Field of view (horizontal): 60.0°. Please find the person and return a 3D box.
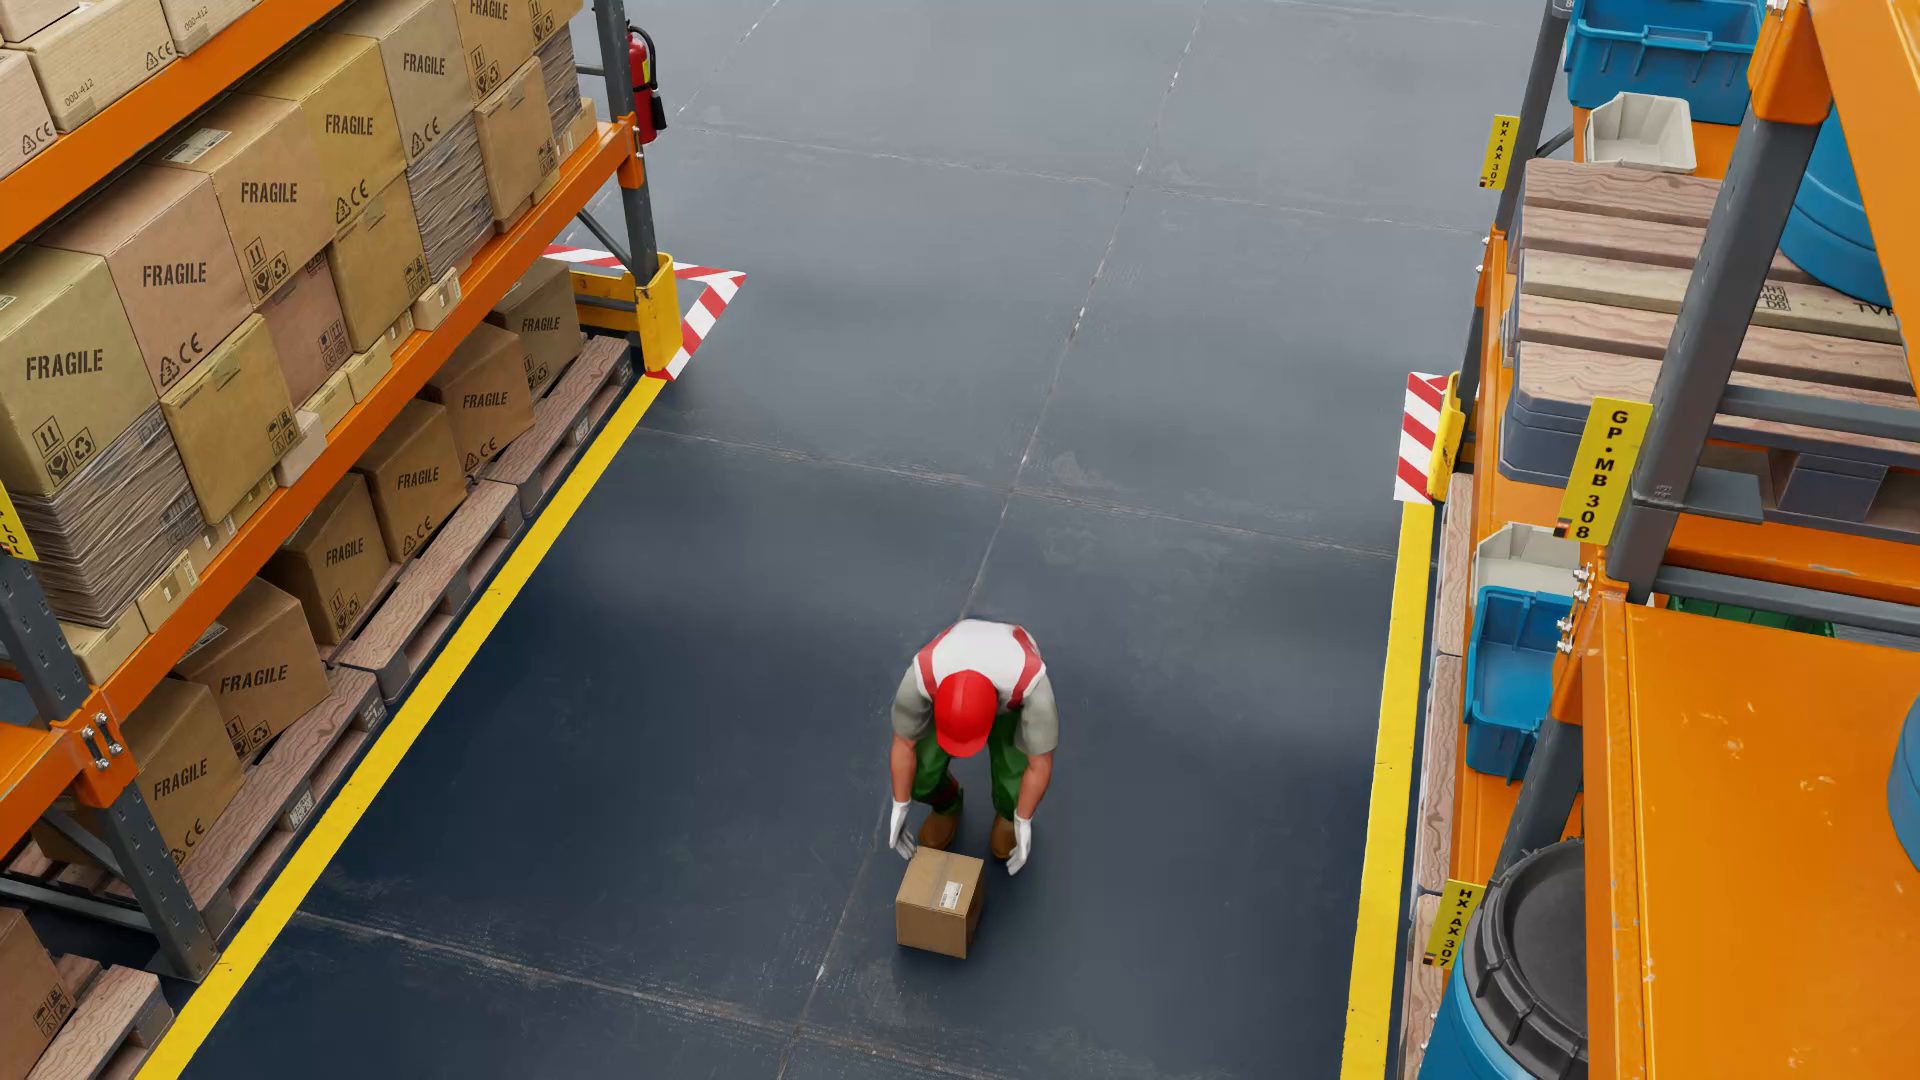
[{"bbox_3d":[0.077,0.688,5.813,0.580,1.172,0.852,10,42,11],"label":"person"}]
